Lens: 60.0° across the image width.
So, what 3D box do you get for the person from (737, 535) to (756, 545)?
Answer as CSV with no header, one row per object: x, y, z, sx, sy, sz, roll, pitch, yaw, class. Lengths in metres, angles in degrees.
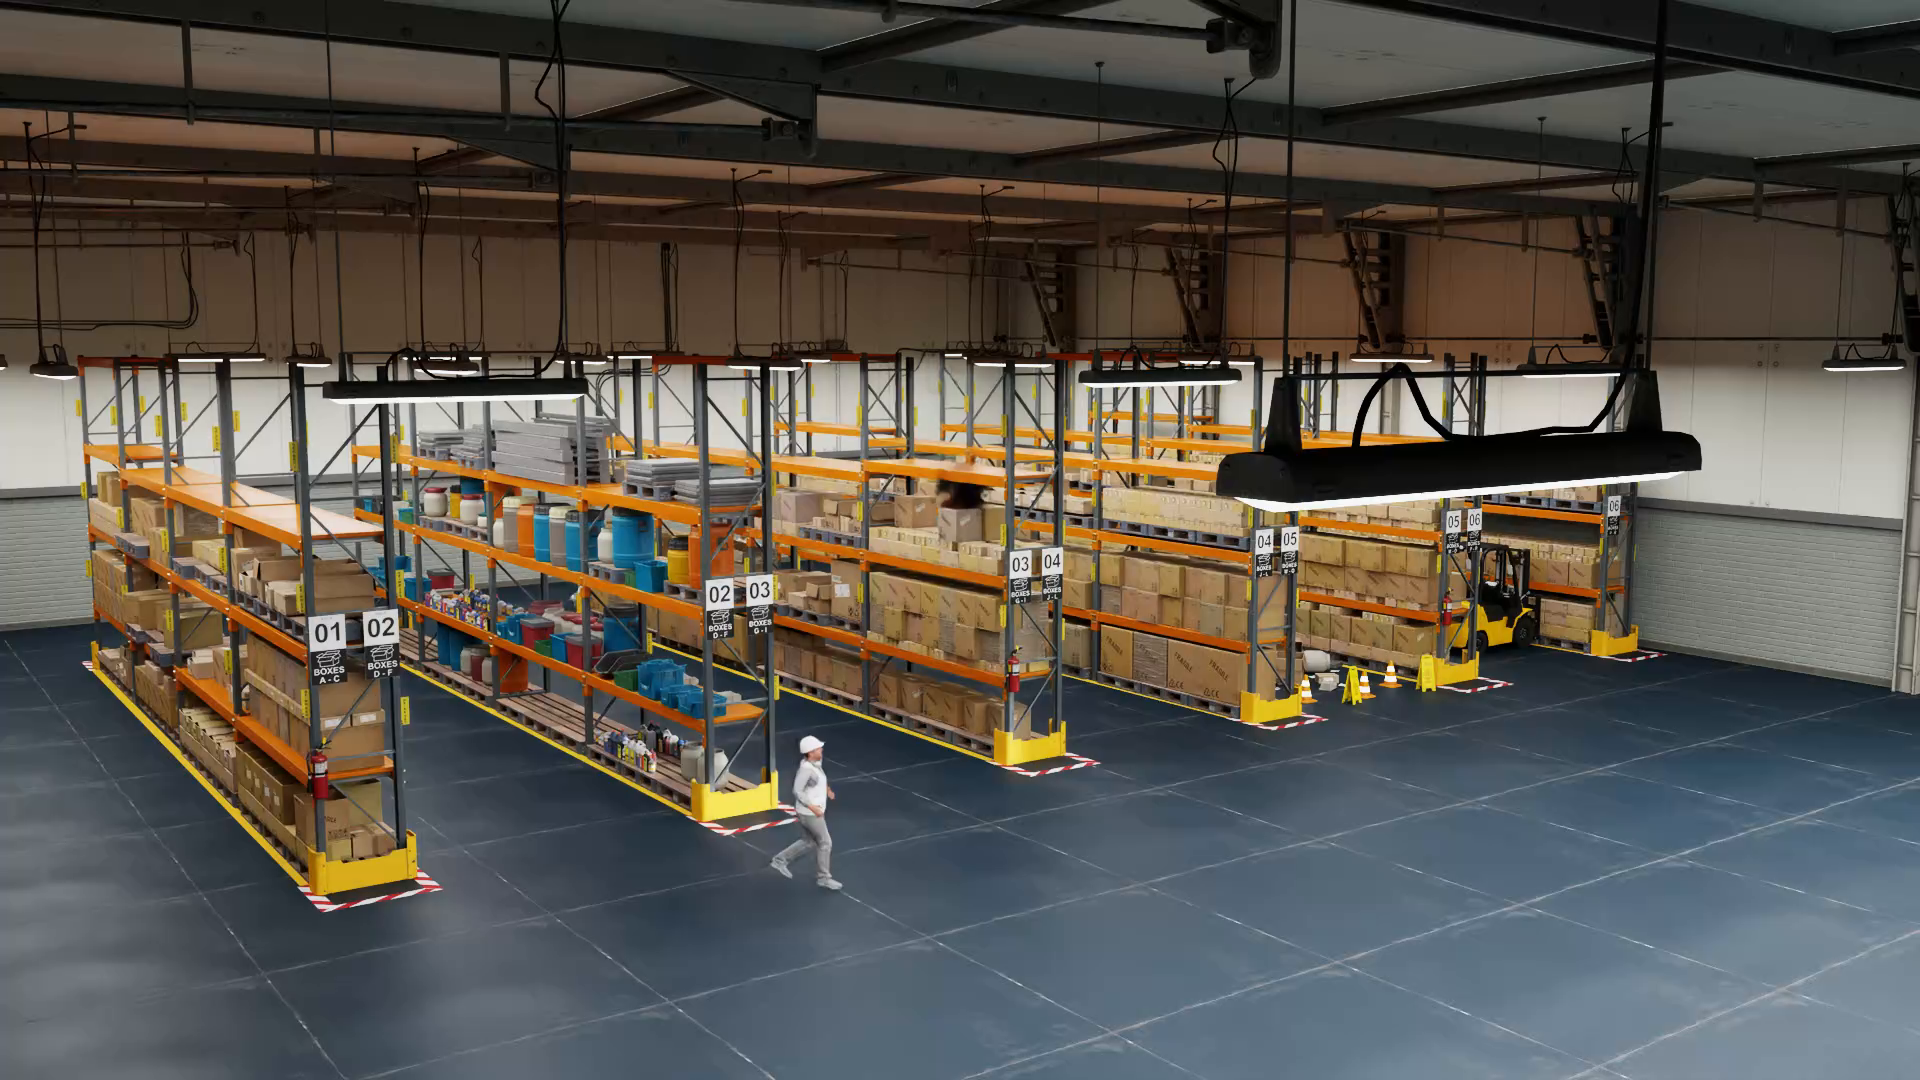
-5.280,0.527,40.662,0.644,1.692,0.911,1,7,11,person

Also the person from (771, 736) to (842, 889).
-1.777,3.133,19.157,0.827,1.792,0.652,-1,7,-6,person

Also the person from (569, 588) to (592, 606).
-8.656,0.756,38.729,0.938,1.783,0.674,-4,8,-27,person

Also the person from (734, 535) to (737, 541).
-5.480,0.734,39.976,0.604,1.553,0.764,-4,8,-30,person
